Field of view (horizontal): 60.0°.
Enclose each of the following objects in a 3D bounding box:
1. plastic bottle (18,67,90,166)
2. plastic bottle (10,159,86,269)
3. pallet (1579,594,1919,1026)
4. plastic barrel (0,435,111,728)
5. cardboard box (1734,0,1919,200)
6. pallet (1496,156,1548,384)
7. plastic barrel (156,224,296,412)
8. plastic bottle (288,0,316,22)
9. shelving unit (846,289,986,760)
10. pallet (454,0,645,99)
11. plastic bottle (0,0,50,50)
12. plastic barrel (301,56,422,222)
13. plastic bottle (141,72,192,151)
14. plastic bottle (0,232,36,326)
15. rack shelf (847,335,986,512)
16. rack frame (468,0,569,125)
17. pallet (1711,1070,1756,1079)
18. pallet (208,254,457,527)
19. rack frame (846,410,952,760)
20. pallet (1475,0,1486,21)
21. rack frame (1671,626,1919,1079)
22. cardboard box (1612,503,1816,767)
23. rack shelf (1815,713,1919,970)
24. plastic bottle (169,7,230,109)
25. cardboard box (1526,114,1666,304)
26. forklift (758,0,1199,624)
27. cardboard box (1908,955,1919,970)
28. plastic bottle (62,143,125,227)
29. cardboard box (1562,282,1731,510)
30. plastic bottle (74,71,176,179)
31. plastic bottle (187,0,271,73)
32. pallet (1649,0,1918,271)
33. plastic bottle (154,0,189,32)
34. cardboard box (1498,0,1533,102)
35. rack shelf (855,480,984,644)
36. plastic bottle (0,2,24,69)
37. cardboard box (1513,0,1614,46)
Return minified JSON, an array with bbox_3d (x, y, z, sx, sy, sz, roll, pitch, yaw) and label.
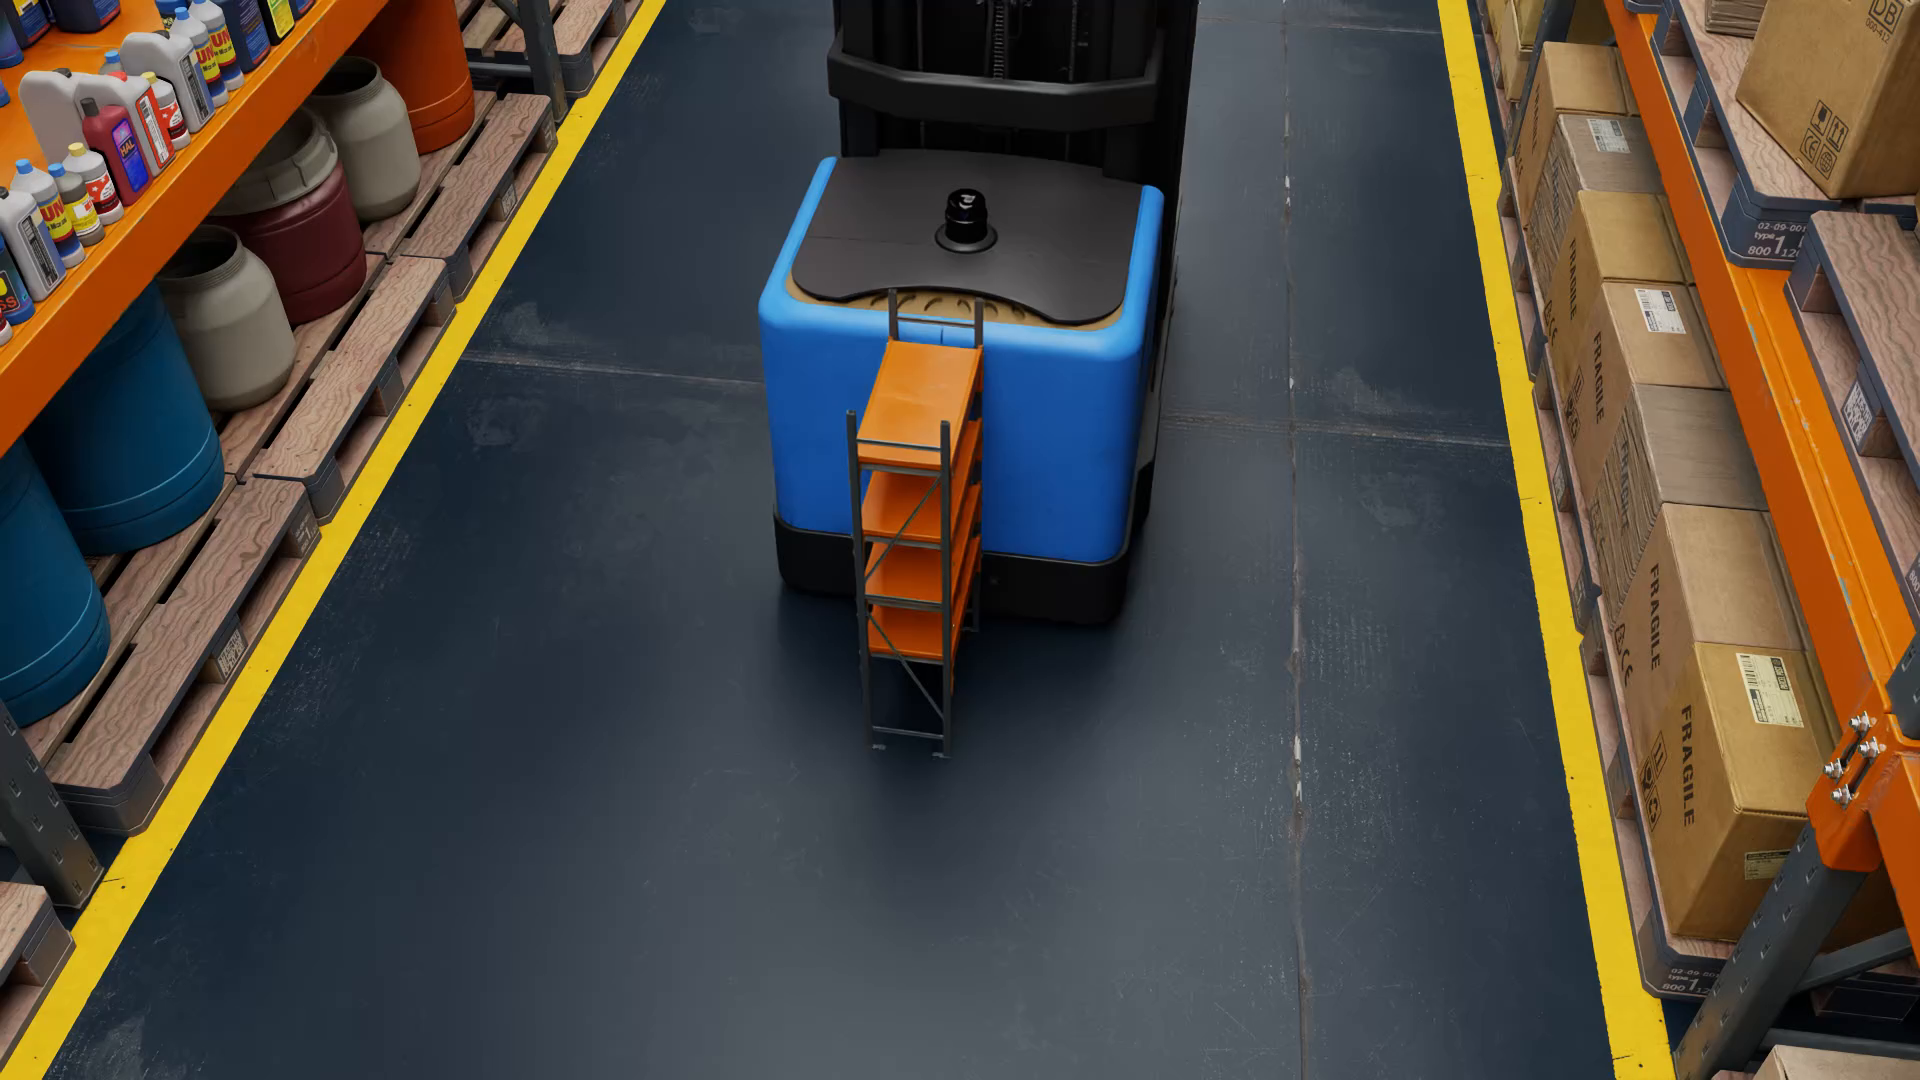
[{"bbox_3d":[-2.320,-1.109,4.330,0.152,0.276,0.135,5,44,6],"label":"plastic bottle"},{"bbox_3d":[-2.200,-0.788,3.994,0.097,0.271,0.097,0,43,0],"label":"plastic bottle"},{"bbox_3d":[2.249,0.680,4.379,1.003,0.211,1.213,5,44,6],"label":"pallet"},{"bbox_3d":[-2.641,0.012,4.276,0.600,0.901,0.708,5,44,6],"label":"plastic barrel"},{"bbox_3d":[2.352,-1.174,3.930,0.700,0.500,0.500,-5,44,-5],"label":"cardboard box"},{"bbox_3d":[2.572,-0.983,6.135,1.003,0.211,1.213,5,44,6],"label":"pallet"},{"bbox_3d":[-2.384,-0.706,5.318,0.421,0.512,0.421,0,43,0],"label":"plastic barrel"},{"bbox_3d":[-2.045,-1.738,4.940,0.144,0.351,0.185,5,44,6],"label":"plastic bottle"},{"bbox_3d":[-0.101,-0.010,4.388,0.258,1.200,0.503,7,44,7],"label":"shelving unit"},{"bbox_3d":[-2.060,-2.466,7.701,1.003,0.211,1.213,5,44,6],"label":"pallet"},{"bbox_3d":[-2.787,-1.617,4.812,0.144,0.351,0.185,5,44,6],"label":"plastic bottle"},{"bbox_3d":[-2.235,-1.475,6.131,0.421,0.512,0.421,0,43,0],"label":"plastic barrel"},{"bbox_3d":[-2.126,-1.144,4.421,0.097,0.201,0.097,0,43,0],"label":"plastic bottle"},{"bbox_3d":[-2.231,-0.630,3.827,0.097,0.271,0.097,0,43,0],"label":"plastic bottle"},{"bbox_3d":[-0.101,-0.296,4.118,0.258,0.148,0.480,7,44,7],"label":"rack shelf"},{"bbox_3d":[-2.201,-2.954,6.188,1.000,3.000,0.127,5,44,6],"label":"rack frame"},{"bbox_3d":[2.088,1.705,3.296,1.003,0.211,1.213,5,44,6],"label":"pallet"},{"bbox_3d":[-2.428,-0.571,5.700,1.003,0.211,1.213,5,44,6],"label":"pallet"},{"bbox_3d":[-0.142,0.155,4.214,0.240,1.200,0.015,7,44,7],"label":"rack frame"},{"bbox_3d":[3.019,-2.875,8.133,1.003,0.211,1.213,5,44,6],"label":"pallet"},{"bbox_3d":[2.179,0.225,2.831,1.000,3.000,0.127,5,44,6],"label":"rack frame"},{"bbox_3d":[2.034,0.274,4.277,0.500,0.500,0.500,5,44,6],"label":"cardboard box"},{"bbox_3d":[1.915,1.849,1.639,1.077,0.370,4.000,5,44,6],"label":"rack shelf"},{"bbox_3d":[-2.096,-1.328,4.564,0.097,0.271,0.097,0,43,0],"label":"plastic bottle"},{"bbox_3d":[2.301,-1.112,5.741,0.500,0.500,0.500,4,44,4],"label":"cardboard box"},{"bbox_3d":[0.204,-1.841,5.062,1.130,2.935,3.031,7,44,7],"label":"forklift"},{"bbox_3d":[2.485,0.665,3.864,0.500,0.500,0.500,3,44,4],"label":"cardboard box"},{"bbox_3d":[-2.175,-0.895,4.158,0.097,0.201,0.097,0,43,0],"label":"plastic bottle"},{"bbox_3d":[2.166,-0.414,5.004,0.500,0.500,0.500,4,44,4],"label":"cardboard box"},{"bbox_3d":[-2.169,-1.095,4.315,0.152,0.276,0.135,5,44,6],"label":"plastic bottle"},{"bbox_3d":[-2.087,-1.521,4.711,0.144,0.351,0.185,5,44,6],"label":"plastic bottle"},{"bbox_3d":[2.456,-1.106,4.376,1.003,0.211,1.213,5,44,6],"label":"pallet"},{"bbox_3d":[-2.213,-1.474,4.718,0.097,0.271,0.097,0,43,0],"label":"plastic bottle"},{"bbox_3d":[2.536,-2.036,6.913,0.500,0.250,0.500,6,44,7],"label":"cardboard box"},{"bbox_3d":[-0.101,0.038,4.435,0.258,0.148,0.480,7,44,7],"label":"rack shelf"},{"bbox_3d":[-2.769,-1.489,4.734,0.097,0.271,0.097,0,43,0],"label":"plastic bottle"},{"bbox_3d":[2.533,-2.238,6.719,0.500,0.311,0.500,6,44,7],"label":"cardboard box"}]
